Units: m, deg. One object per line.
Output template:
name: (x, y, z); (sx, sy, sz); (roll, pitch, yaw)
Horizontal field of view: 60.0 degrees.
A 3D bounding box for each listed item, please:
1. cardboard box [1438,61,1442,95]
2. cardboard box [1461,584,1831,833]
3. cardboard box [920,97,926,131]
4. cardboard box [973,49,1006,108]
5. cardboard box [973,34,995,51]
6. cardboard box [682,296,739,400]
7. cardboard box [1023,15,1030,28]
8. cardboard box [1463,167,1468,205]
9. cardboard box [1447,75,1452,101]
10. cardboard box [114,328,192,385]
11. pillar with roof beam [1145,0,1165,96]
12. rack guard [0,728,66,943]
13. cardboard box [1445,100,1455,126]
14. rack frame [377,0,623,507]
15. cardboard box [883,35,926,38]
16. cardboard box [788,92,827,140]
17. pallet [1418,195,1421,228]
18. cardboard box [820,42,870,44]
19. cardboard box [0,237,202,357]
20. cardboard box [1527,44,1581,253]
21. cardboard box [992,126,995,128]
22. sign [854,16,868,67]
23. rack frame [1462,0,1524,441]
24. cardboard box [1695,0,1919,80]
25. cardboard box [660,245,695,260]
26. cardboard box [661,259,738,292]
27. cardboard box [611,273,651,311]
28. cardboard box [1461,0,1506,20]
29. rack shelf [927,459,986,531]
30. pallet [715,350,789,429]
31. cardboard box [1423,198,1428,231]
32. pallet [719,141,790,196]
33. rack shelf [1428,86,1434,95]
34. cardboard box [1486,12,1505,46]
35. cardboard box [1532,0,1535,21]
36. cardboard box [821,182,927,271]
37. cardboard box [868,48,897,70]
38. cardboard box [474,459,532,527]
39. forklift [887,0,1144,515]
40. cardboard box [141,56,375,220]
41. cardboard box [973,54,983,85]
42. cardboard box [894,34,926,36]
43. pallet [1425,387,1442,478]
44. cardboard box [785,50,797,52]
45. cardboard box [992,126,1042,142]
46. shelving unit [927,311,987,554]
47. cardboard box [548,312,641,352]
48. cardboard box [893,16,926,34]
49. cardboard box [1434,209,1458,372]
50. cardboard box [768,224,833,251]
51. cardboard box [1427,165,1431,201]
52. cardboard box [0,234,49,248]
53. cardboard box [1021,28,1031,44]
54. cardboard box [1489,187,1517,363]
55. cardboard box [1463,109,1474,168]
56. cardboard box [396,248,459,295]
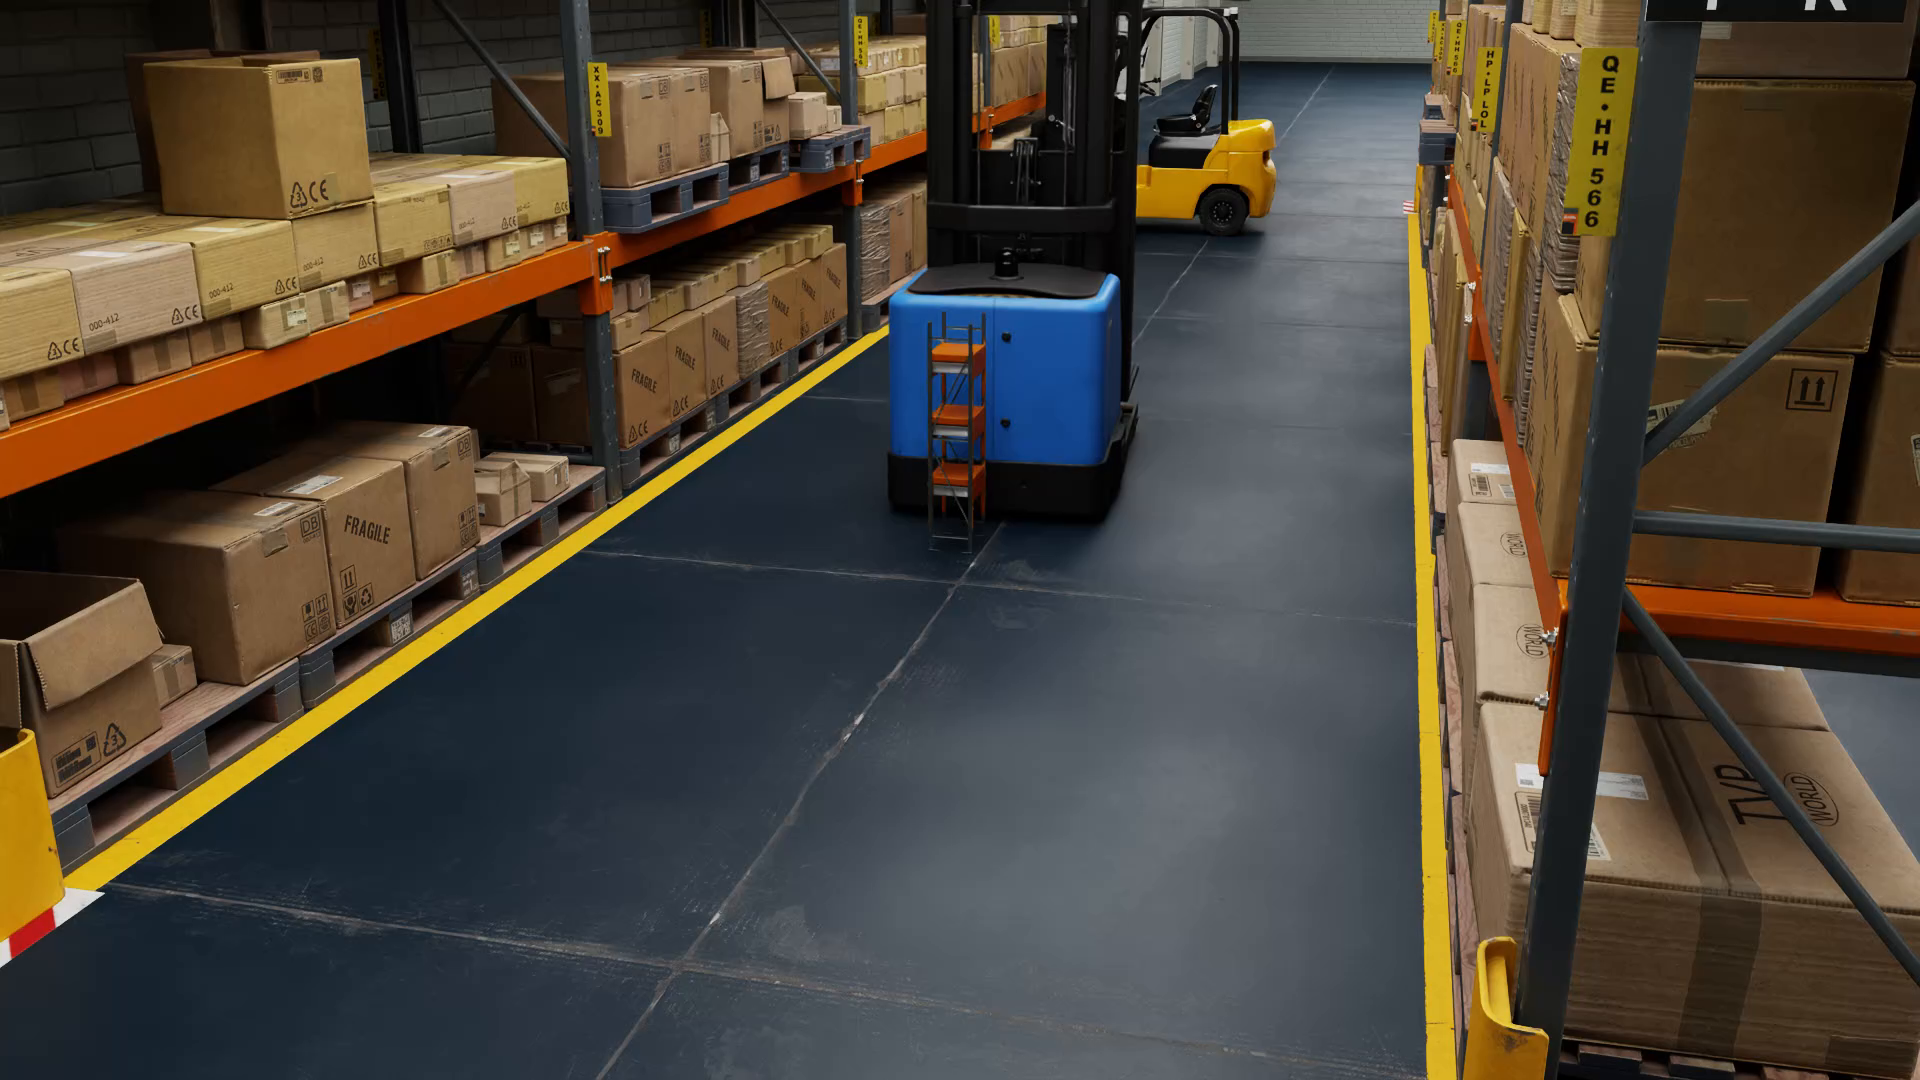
cardboard box: (4.578, -4.266, 14.921); (0.500, 0.500, 0.500); (5, 20, 15)
cardboard box: (1.939, 0.516, 4.851); (0.875, 0.438, 0.875); (5, 20, 15)
cardboard box: (-0.480, -3.425, 13.305); (0.500, 0.250, 0.500); (5, 20, 15)
cardboard box: (0.139, -4.314, 15.521); (0.500, 0.500, 0.500); (4, 19, 12)
cardboard box: (0.110, -4.581, 15.301); (0.380, 0.149, 0.250); (4, 19, 13)
cardboard box: (-1.594, -1.114, 9.525); (0.500, 0.500, 0.500); (4, 19, 12)
cardboard box: (0.502, -5.286, 16.906); (0.380, 0.149, 0.250); (5, 19, 14)
cardboard box: (3.008, -1.972, 9.054); (0.500, 0.250, 0.500); (5, 20, 15)
cardboard box: (3.571, -3.217, 11.202); (0.500, 0.500, 0.500); (4, 19, 13)
cardboard box: (-2.640, -0.592, 5.169); (0.380, 0.149, 0.250); (5, 20, 15)
pillar with roof beam: (8.283, -13.395, 32.983); (9.100, 9.000, 0.400); (5, 19, 13)
rack guard: (-3.136, 0.772, 4.653); (1.175, 0.500, 0.348); (5, 19, 13)
cardboard box: (3.479, -2.877, 11.208); (0.380, 0.149, 0.250); (4, 19, 13)
rack frame: (-2.178, -1.640, 7.849); (1.000, 3.000, 0.127); (5, 19, 13)
cardboard box: (-0.517, -4.409, 14.797); (0.380, 0.149, 0.250); (4, 19, 12)
cardboard box: (-1.144, -2.666, 10.433); (0.500, 0.250, 0.500); (4, 19, 11)
pallet: (5.317, -3.415, 17.361); (1.003, 0.211, 1.213); (5, 19, 13)
cardboard box: (-0.935, -3.935, 13.408); (0.380, 0.149, 0.250); (5, 19, 14)
cardboard box: (-2.660, -0.735, 4.972); (0.500, 0.250, 0.500); (5, 19, 14)
cardboard box: (1.769, -1.007, 4.294); (0.500, 0.500, 0.500); (5, 19, 13)
cardboard box: (0.070, -4.164, 17.294); (0.500, 0.250, 0.500); (4, 19, 12)
sign: (-0.672, -3.365, 11.229); (0.100, 0.325, 0.005); (5, 19, 13)
rack frame: (2.637, -1.250, 6.705); (1.000, 3.000, 0.127); (5, 19, 13)
cardboard box: (1.553, -0.952, 3.128); (0.380, 0.149, 0.250); (5, 19, 14)
cardboard box: (-1.877, -1.749, 10.382); (0.380, 0.149, 0.250); (4, 19, 12)
cardboard box: (-1.536, -1.556, 9.816); (0.380, 0.149, 0.250); (5, 19, 14)
cardboard box: (-1.815, -1.281, 8.550); (0.380, 0.149, 0.250); (4, 19, 11)
cardboard box: (3.740, -3.732, 11.705); (0.380, 0.149, 0.250); (4, 19, 11)
rack shelf: (-0.013, -0.207, 7.562); (0.215, 0.259, 0.240); (5, 19, 13)
pallet: (-1.719, -0.962, 10.178); (1.003, 0.211, 1.213); (5, 19, 13)
cardboard box: (4.595, -3.029, 15.518); (0.500, 0.250, 0.500); (4, 19, 12)
pallet: (-1.671, -2.193, 9.765); (1.003, 0.211, 1.213); (5, 19, 13)
rack shelf: (5.080, -4.043, 15.998); (1.077, 0.370, 4.000); (5, 19, 13)
cardboard box: (2.764, -2.250, 7.933); (0.500, 0.500, 0.500); (5, 20, 15)
cardboard box: (2.261, -1.917, 5.954); (0.380, 0.149, 0.250); (5, 19, 14)
cardboard box: (-0.718, -2.580, 13.624); (0.875, 0.625, 0.625); (4, 19, 11)
cardboard box: (-0.683, -3.574, 12.353); (0.380, 0.149, 0.250); (5, 19, 14)
cardboard box: (-2.116, -0.236, 7.317); (0.396, 0.266, 0.258); (5, 20, 15)
forklift: (0.412, -1.944, 8.844); (1.130, 2.935, 3.031); (3, 19, 9)
cardboard box: (-2.417, -1.402, 5.764); (0.500, 0.500, 0.500); (5, 20, 15)
cardboard box: (-0.095, -4.139, 14.624); (0.500, 0.250, 0.500); (4, 19, 12)
cardboard box: (-0.393, -4.623, 15.424); (0.380, 0.149, 0.250); (5, 19, 13)
pallet: (3.048, -0.561, 9.004); (1.003, 0.211, 1.213); (5, 19, 13)
cardboard box: (-1.361, -3.457, 12.010); (0.380, 0.149, 0.250); (5, 20, 15)
cardboard box: (0.580, -4.126, 17.183); (0.500, 0.250, 0.500); (4, 19, 12)
shelving unit: (-0.013, -0.480, 7.469); (0.215, 1.050, 0.252); (5, 19, 13)
cardboard box: (-1.832, -1.055, 8.348); (0.380, 0.149, 0.250); (6, 20, 16)
cardboard box: (-0.438, -4.767, 15.384); (0.380, 0.149, 0.250); (5, 19, 14)
cardboard box: (3.365, -1.487, 10.037); (0.875, 0.875, 0.875); (4, 19, 13)
cardboard box: (-1.075, -2.042, 11.240); (0.380, 0.149, 0.250); (4, 19, 11)
cardboard box: (4.598, -3.376, 15.374); (0.500, 0.500, 0.500); (5, 19, 14)
cardboard box: (-3.173, -0.783, 5.111); (0.500, 0.250, 0.500); (5, 19, 14)
cardboard box: (0.507, -5.064, 16.716); (0.380, 0.149, 0.250); (4, 19, 12)
cardboard box: (2.013, -0.858, 5.403); (0.500, 0.500, 0.500); (5, 19, 14)
cardboard box: (2.853, -2.054, 8.520); (0.500, 0.250, 0.500); (5, 19, 14)
cardboard box: (-2.219, -1.073, 6.576); (0.380, 0.149, 0.250); (4, 19, 13)
